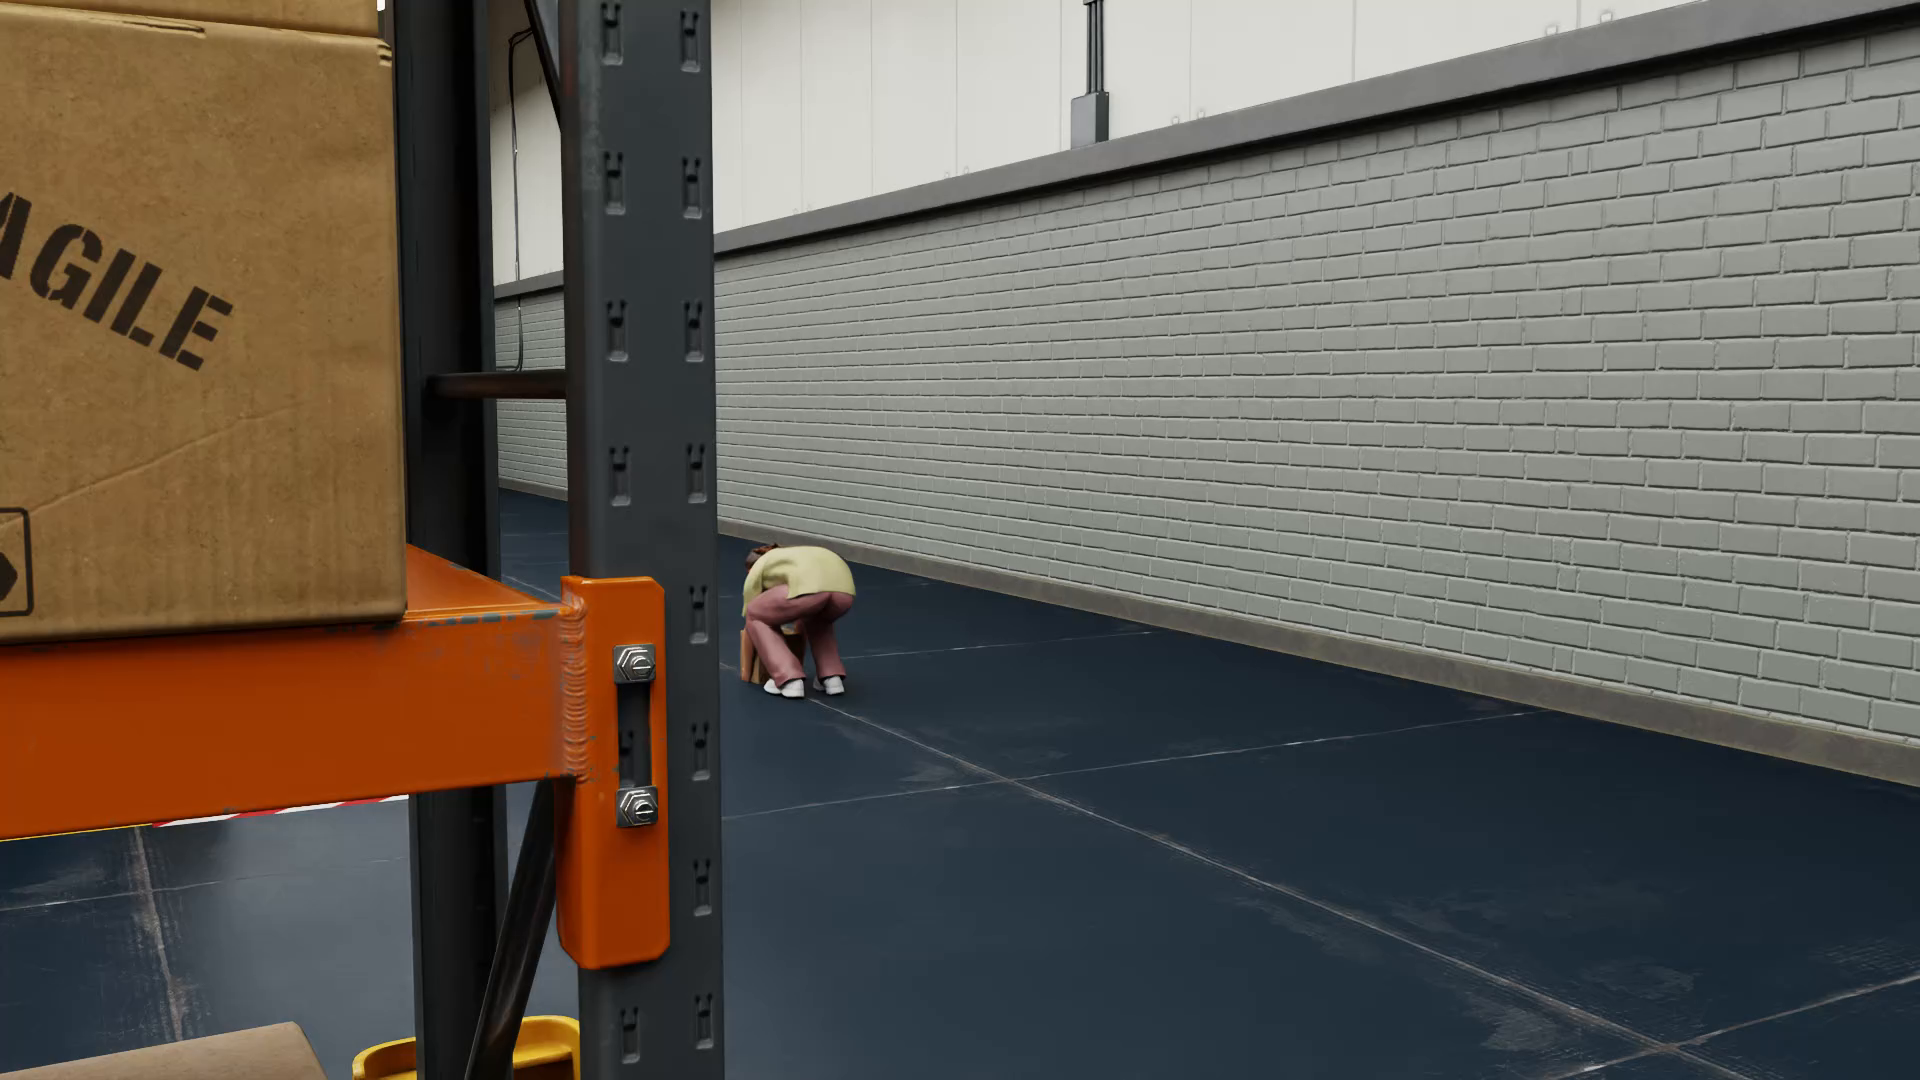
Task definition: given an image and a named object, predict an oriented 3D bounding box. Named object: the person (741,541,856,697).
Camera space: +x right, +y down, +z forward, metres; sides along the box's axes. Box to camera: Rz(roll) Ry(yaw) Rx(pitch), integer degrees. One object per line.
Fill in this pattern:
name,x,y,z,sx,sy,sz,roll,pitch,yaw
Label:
person,-0.847,0.398,8.407,0.463,0.745,0.867,-3,6,-30
